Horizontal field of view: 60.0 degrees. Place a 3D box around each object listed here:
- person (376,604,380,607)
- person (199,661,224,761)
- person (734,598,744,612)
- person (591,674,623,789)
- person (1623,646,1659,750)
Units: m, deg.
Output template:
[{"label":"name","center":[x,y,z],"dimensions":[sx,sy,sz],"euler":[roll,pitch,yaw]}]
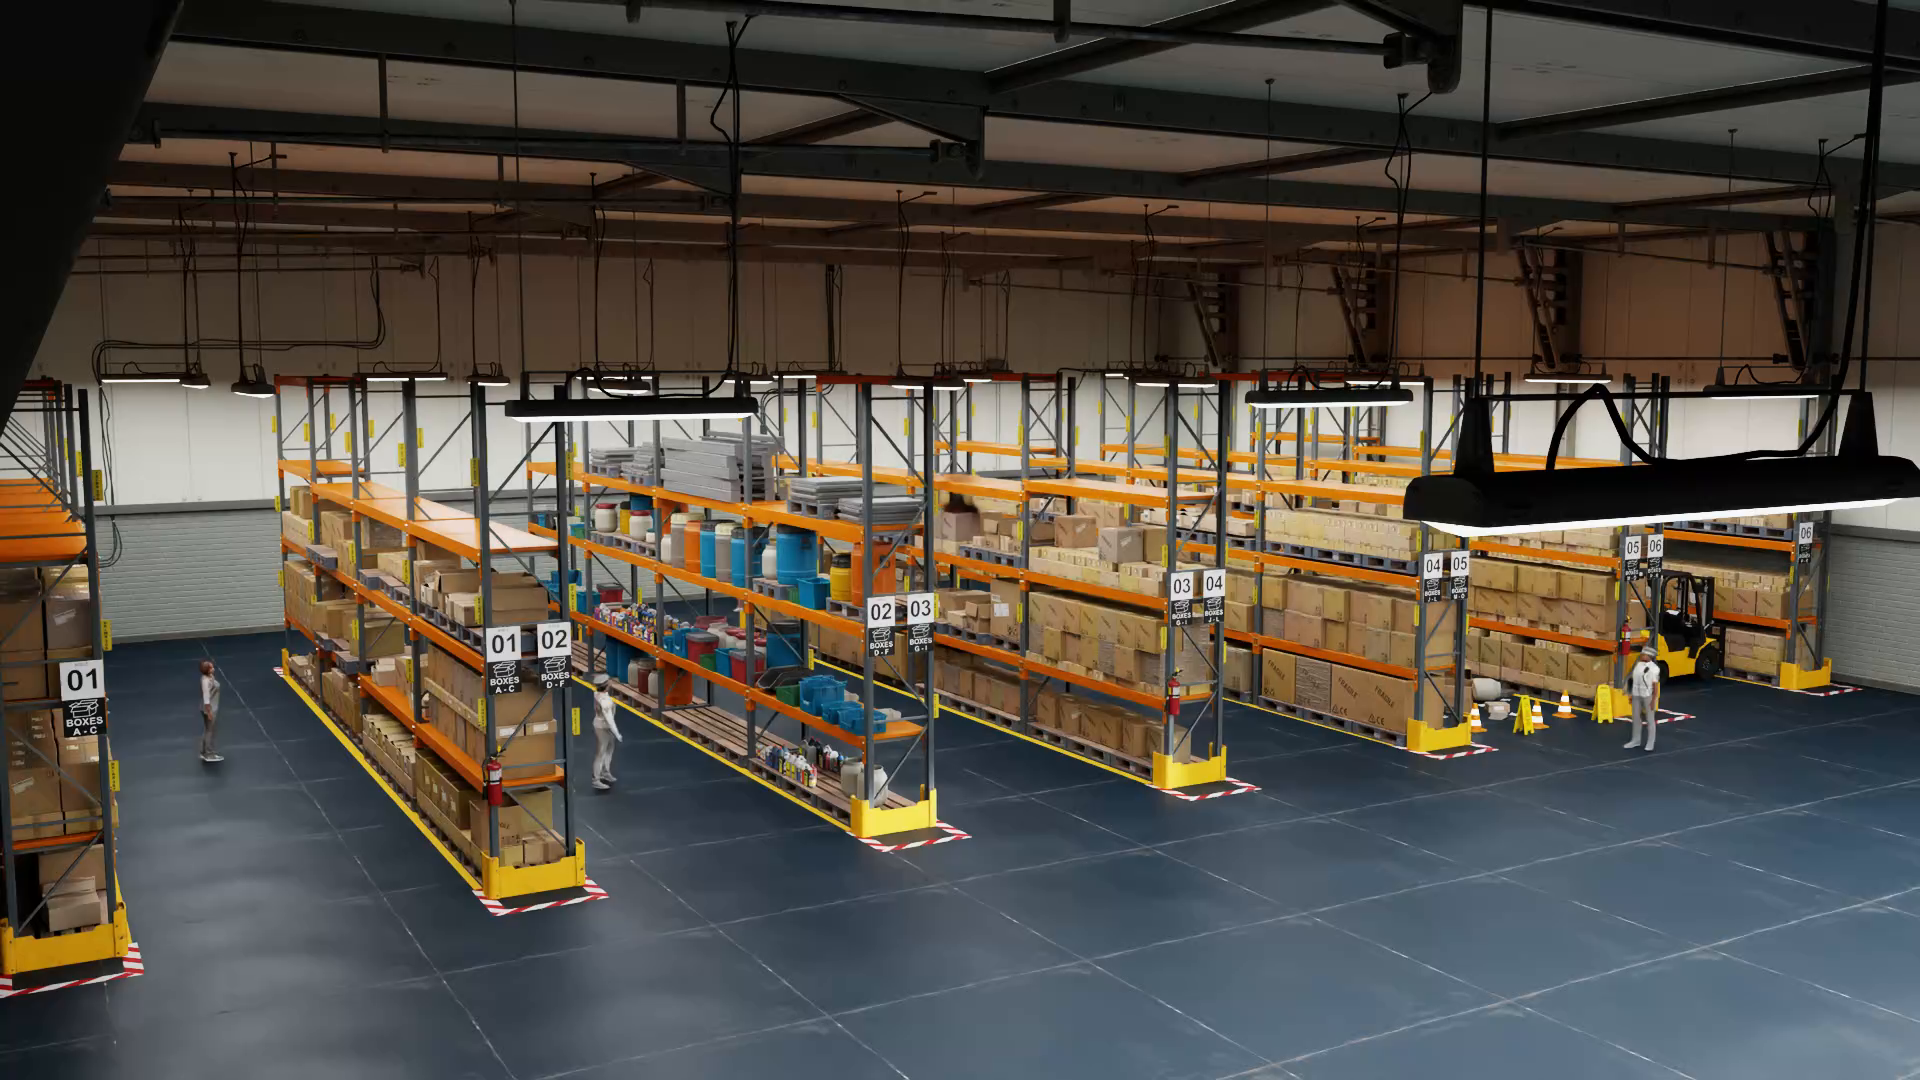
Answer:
[{"label":"person","center":[-12.490,1.586,35.982],"dimensions":[0.696,1.851,0.778],"euler":[-4,8,-35]},{"label":"person","center":[-11.758,2.683,26.088],"dimensions":[0.347,1.621,0.462],"euler":[-4,8,-36]},{"label":"person","center":[-5.330,0.950,41.710],"dimensions":[0.487,1.648,0.796],"euler":[5,8,37]},{"label":"person","center":[-5.255,2.825,24.648],"dimensions":[0.481,1.717,0.630],"euler":[-2,6,-14]},{"label":"person","center":[11.052,2.549,26.920],"dimensions":[0.399,1.696,0.487],"euler":[-5,8,-41]}]
